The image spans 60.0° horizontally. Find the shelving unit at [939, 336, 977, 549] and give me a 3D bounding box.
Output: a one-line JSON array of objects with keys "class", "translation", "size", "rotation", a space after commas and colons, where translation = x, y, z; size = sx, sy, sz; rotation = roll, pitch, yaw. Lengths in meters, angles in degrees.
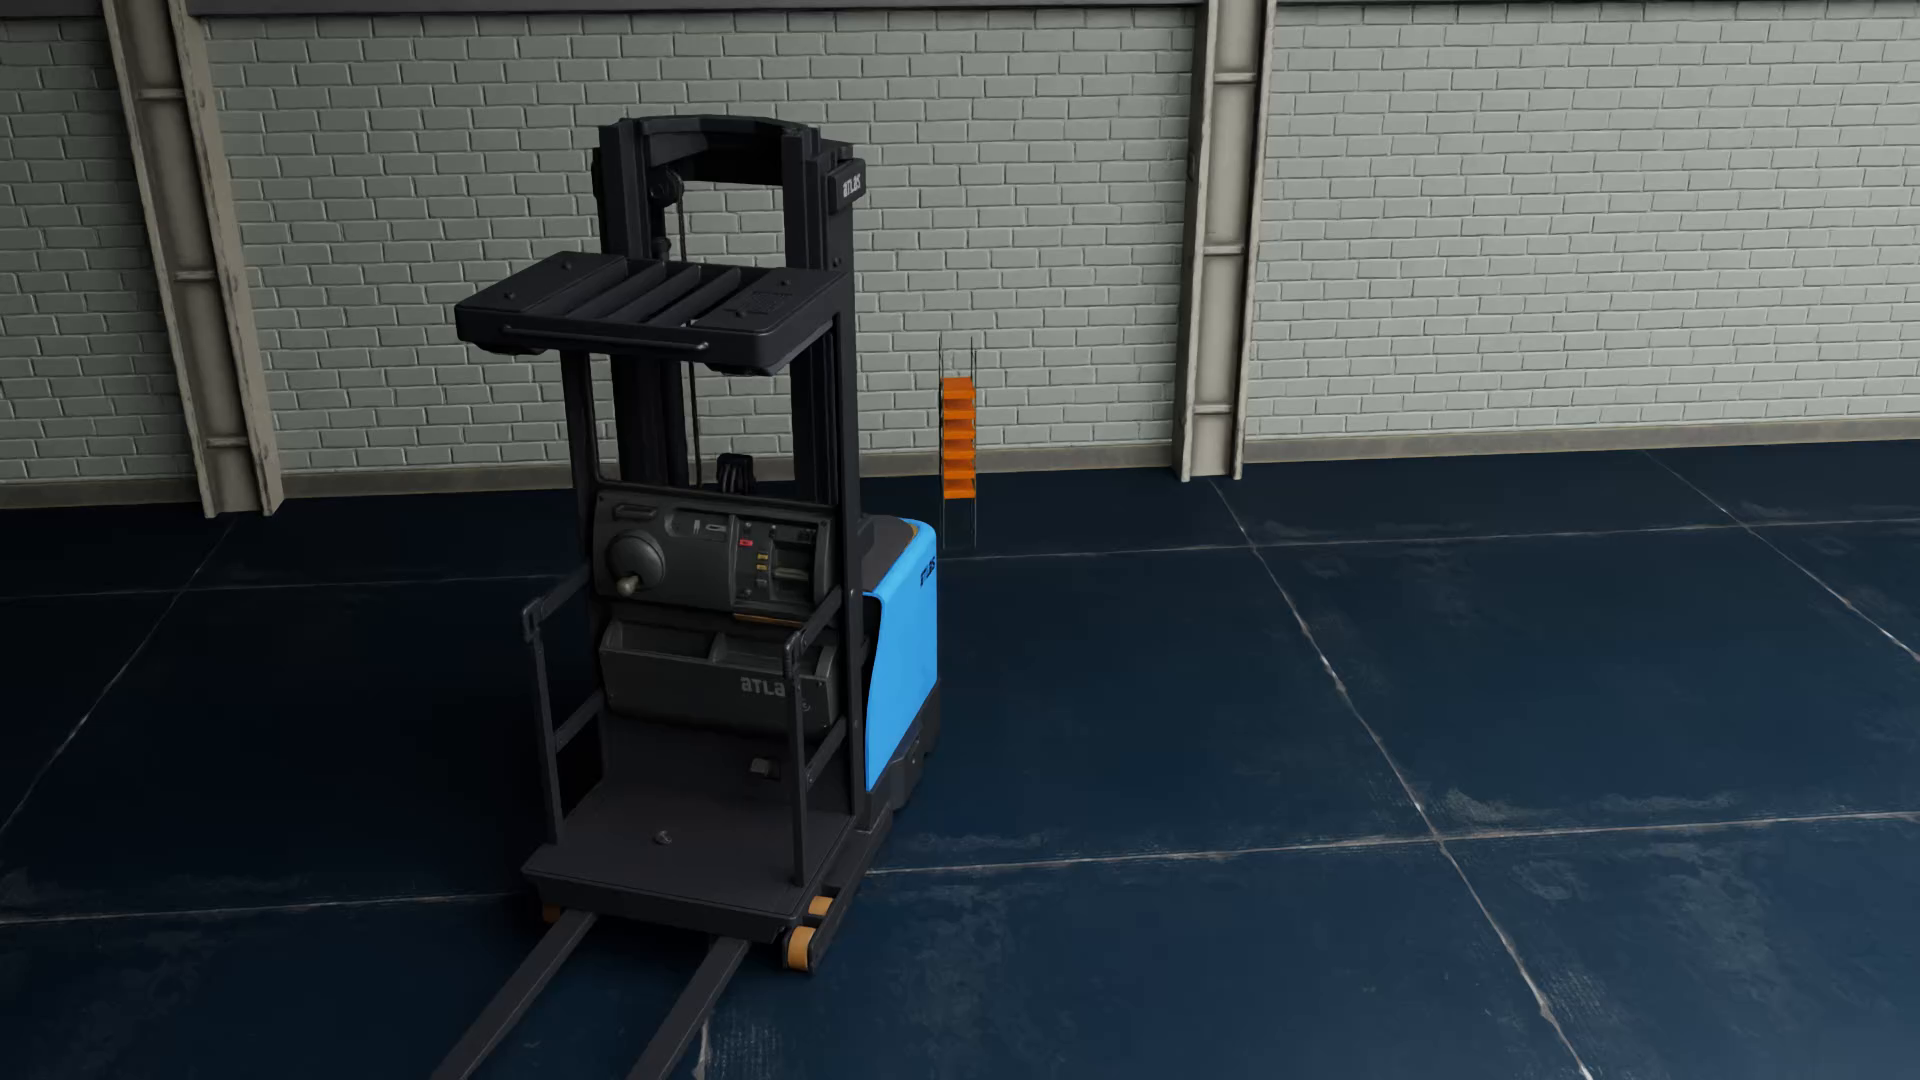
[{"class": "shelving unit", "translation": [-0.014, -0.548, 9.505], "size": [0.189, 1.200, 0.258], "rotation": [-2, 24, -5]}]

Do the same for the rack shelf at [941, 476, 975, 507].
[{"class": "rack shelf", "translation": [-0.014, -0.288, 9.621], "size": [0.180, 0.103, 0.258], "rotation": [-2, 24, -5]}]

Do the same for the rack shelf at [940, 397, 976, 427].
[{"class": "rack shelf", "translation": [-0.014, -0.726, 9.426], "size": [0.180, 0.103, 0.258], "rotation": [-2, 24, -5]}]

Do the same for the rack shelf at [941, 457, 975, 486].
[{"class": "rack shelf", "translation": [-0.014, -0.397, 9.572], "size": [0.180, 0.103, 0.258], "rotation": [-2, 24, -5]}]

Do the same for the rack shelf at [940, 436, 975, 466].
[{"class": "rack shelf", "translation": [-0.014, -0.507, 9.523], "size": [0.180, 0.103, 0.258], "rotation": [-2, 24, -5]}]

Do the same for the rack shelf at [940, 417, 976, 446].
[{"class": "rack shelf", "translation": [-0.014, -0.617, 9.474], "size": [0.180, 0.103, 0.258], "rotation": [-2, 24, -5]}]

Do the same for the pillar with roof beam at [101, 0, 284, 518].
[{"class": "pillar with roof beam", "translation": [-3.960, -2.574, 4.462], "size": [0.400, 9.000, 9.100], "rotation": [-2, 24, -5]}]

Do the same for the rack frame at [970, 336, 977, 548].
[{"class": "rack frame", "translation": [0.077, -0.551, 9.513], "size": [0.006, 1.200, 0.240], "rotation": [-2, 24, -5]}]

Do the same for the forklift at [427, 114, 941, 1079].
[{"class": "forklift", "translation": [-0.978, 0.081, 5.960], "size": [1.130, 2.935, 3.031], "rotation": [6, 25, 14]}]

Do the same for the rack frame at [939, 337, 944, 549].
[{"class": "rack frame", "translation": [-0.105, -0.544, 9.497], "size": [0.006, 1.200, 0.240], "rotation": [-2, 24, -5]}]

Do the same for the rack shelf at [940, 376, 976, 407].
[{"class": "rack shelf", "translation": [-0.014, -0.836, 9.377], "size": [0.180, 0.103, 0.258], "rotation": [-2, 24, -5]}]

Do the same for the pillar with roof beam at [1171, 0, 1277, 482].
[{"class": "pillar with roof beam", "translation": [2.011, -2.813, 5.001], "size": [0.400, 9.000, 9.100], "rotation": [-2, 24, -5]}]
